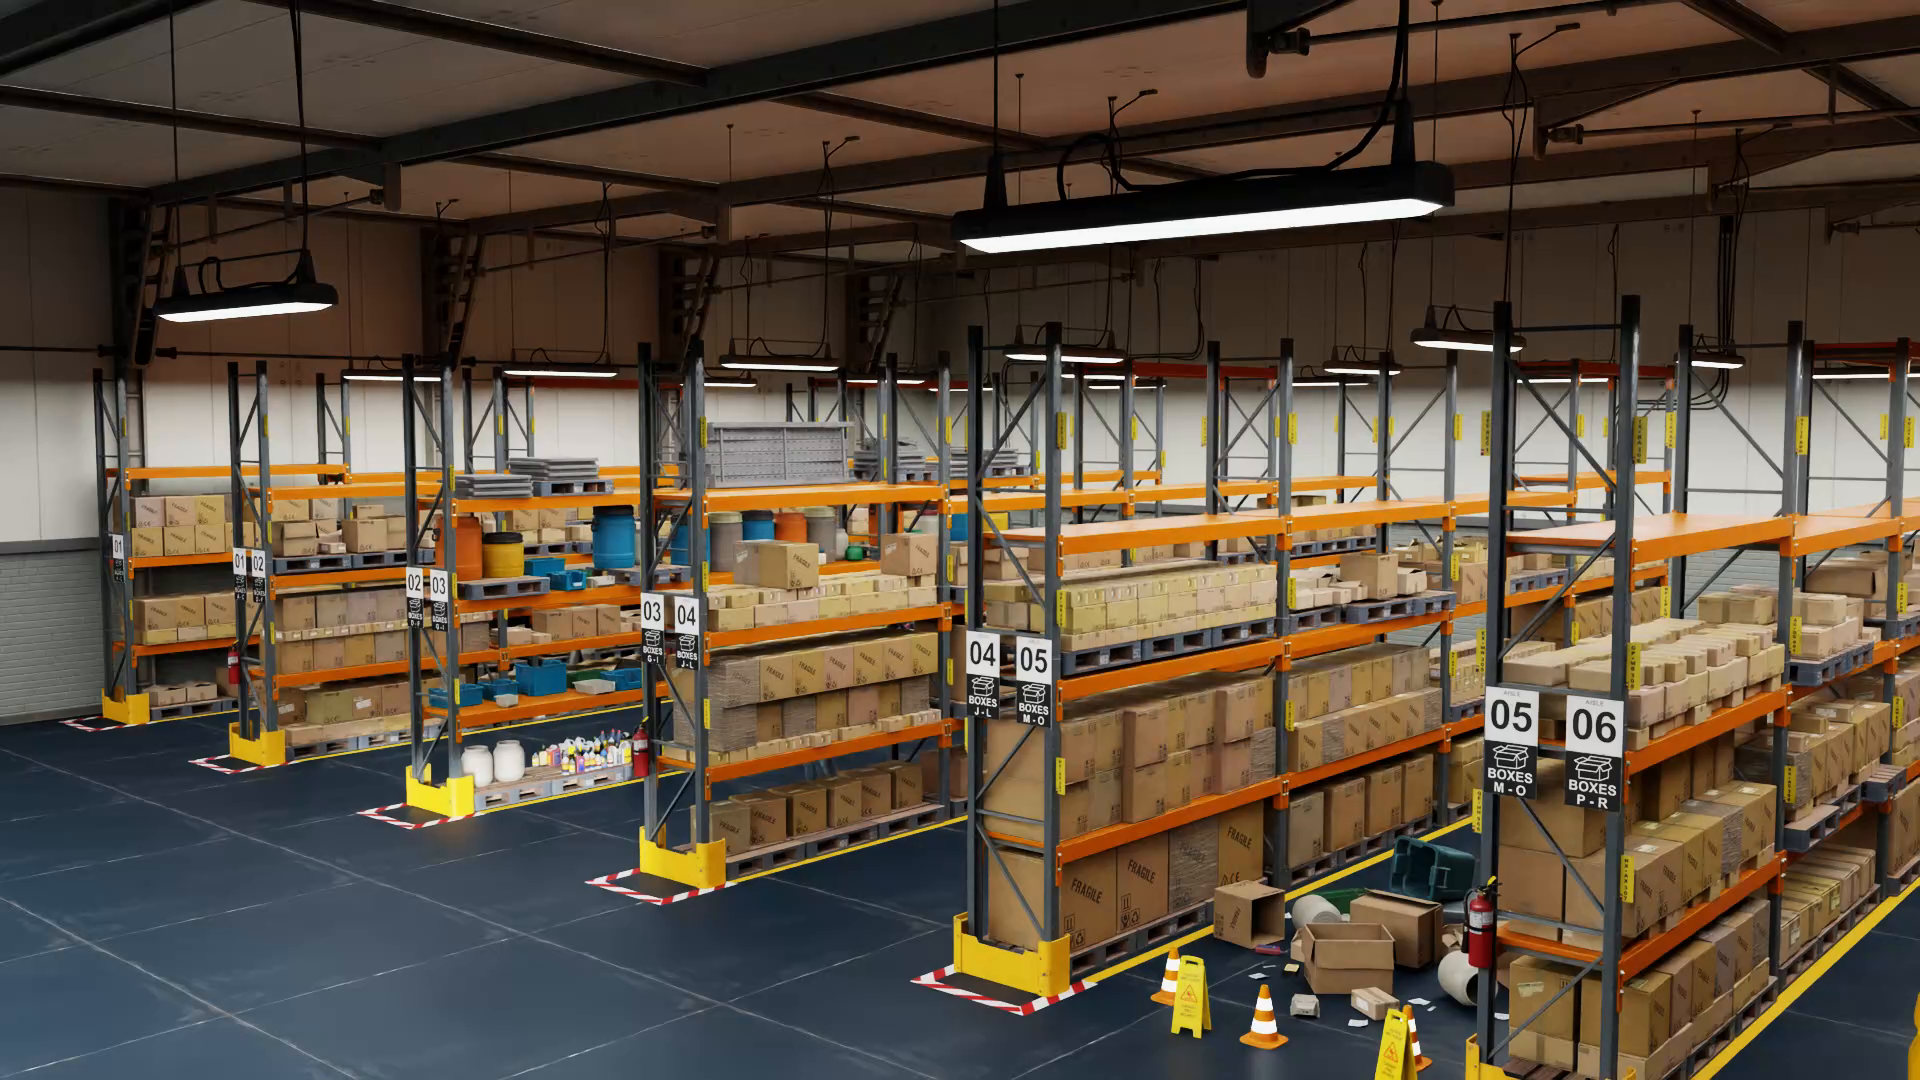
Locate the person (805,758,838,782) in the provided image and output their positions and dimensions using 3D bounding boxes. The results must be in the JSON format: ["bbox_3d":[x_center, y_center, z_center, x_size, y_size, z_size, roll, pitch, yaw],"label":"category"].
[{"bbox_3d":[-1.906,2.651,22.374,0.605,1.801,0.640,-2,5,-28],"label":"person"}]

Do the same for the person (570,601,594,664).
[{"bbox_3d":[-7.214,1.944,31.943,0.667,1.767,0.739,2,5,26],"label":"person"}]
